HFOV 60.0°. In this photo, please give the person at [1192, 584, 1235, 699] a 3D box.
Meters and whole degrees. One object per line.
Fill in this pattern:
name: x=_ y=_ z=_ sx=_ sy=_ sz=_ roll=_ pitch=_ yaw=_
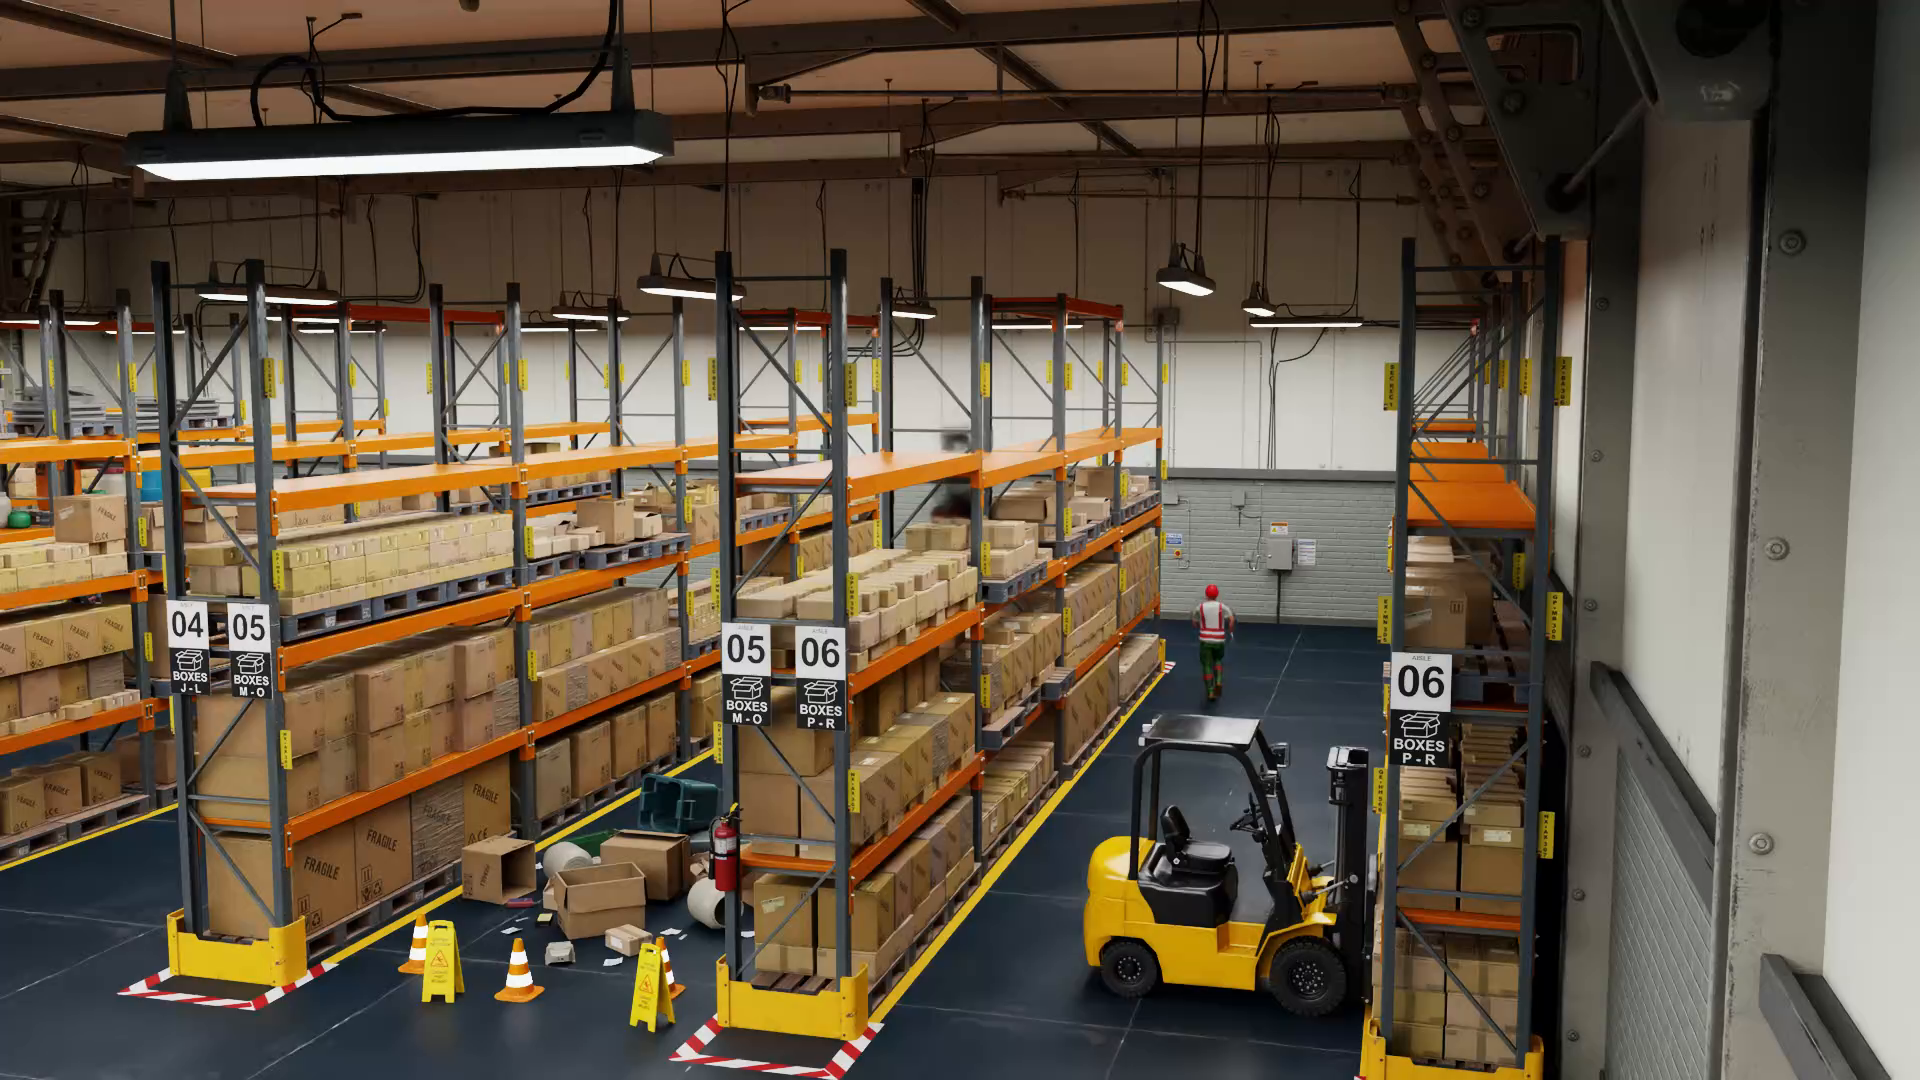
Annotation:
person: x=3.902 y=1.558 z=25.708 sx=0.641 sy=1.775 sz=0.690 roll=0 pitch=6 yaw=2
